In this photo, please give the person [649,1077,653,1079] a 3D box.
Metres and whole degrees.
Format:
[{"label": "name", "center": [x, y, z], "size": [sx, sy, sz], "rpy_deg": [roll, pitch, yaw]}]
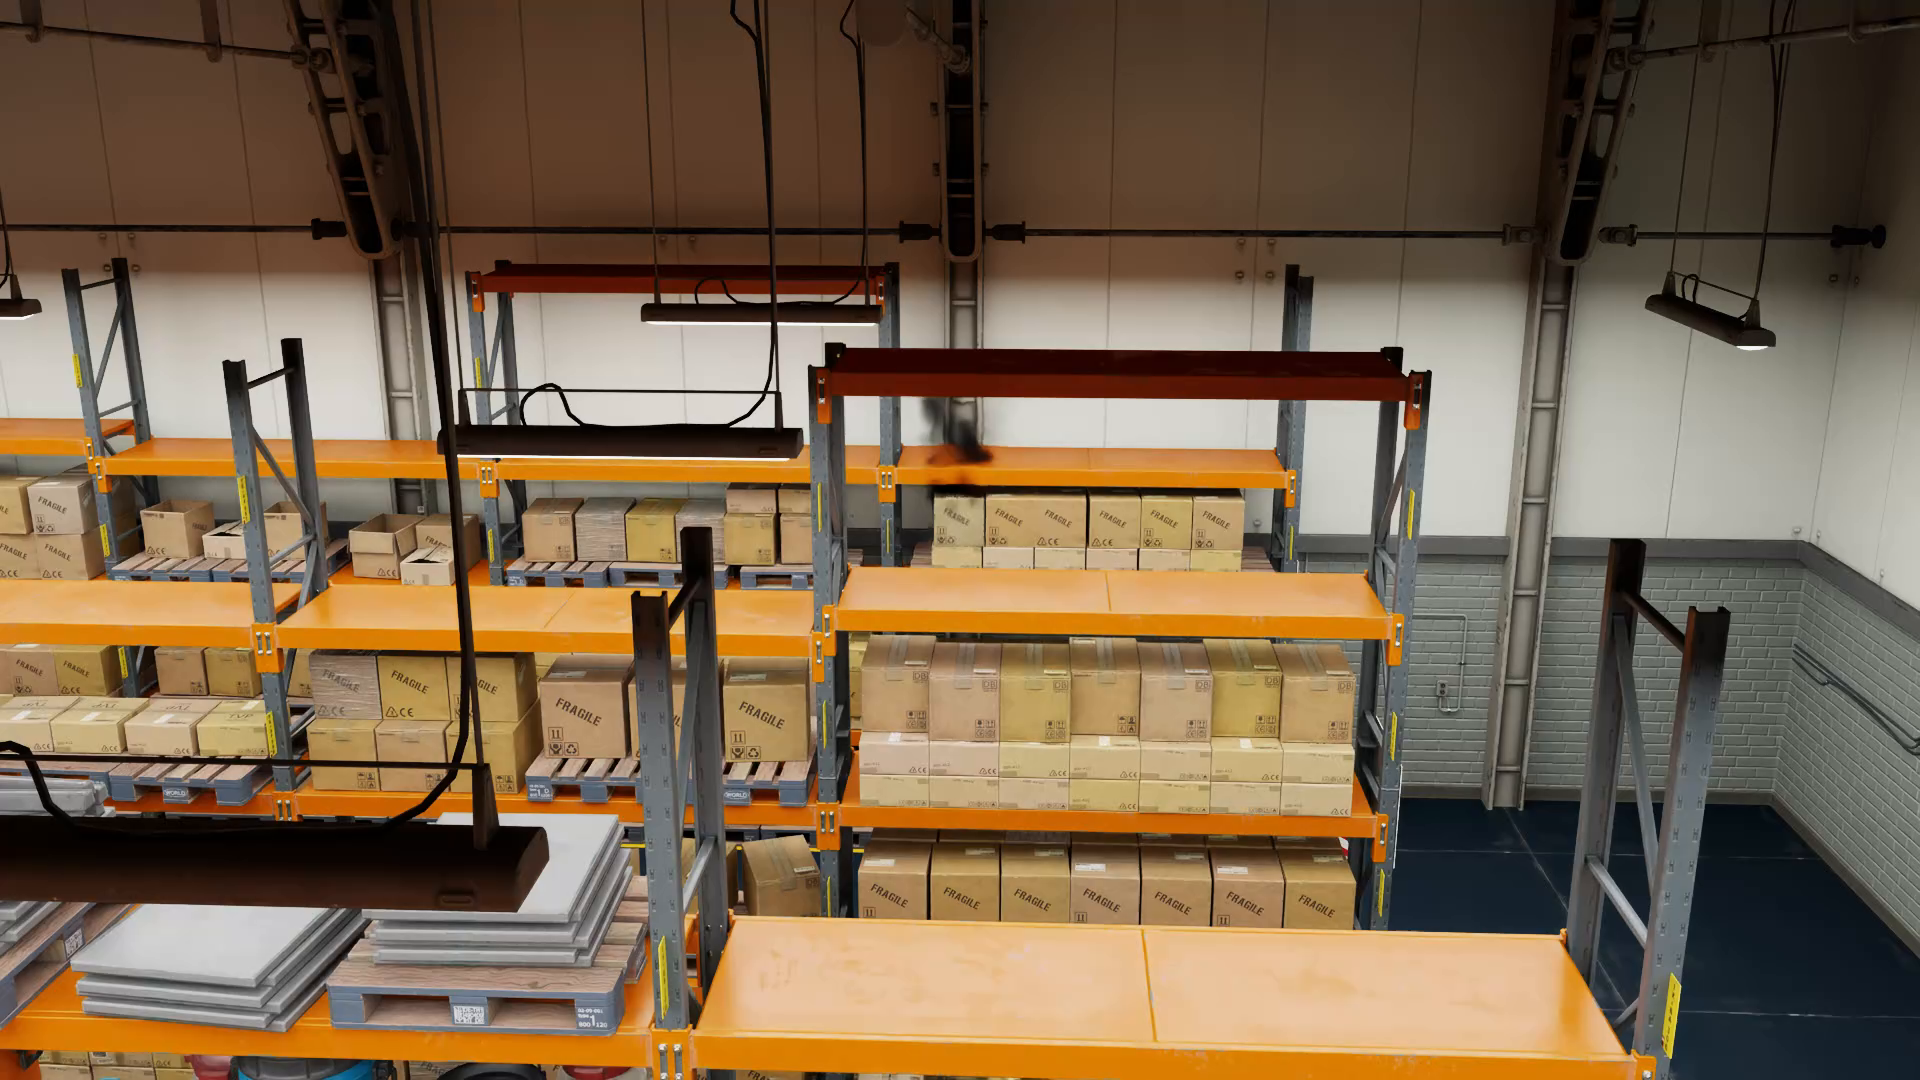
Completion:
[{"label": "person", "center": [-1.878, 4.281, 10.810], "size": [0.772, 1.756, 0.546], "rpy_deg": [-2, 16, -6]}]
